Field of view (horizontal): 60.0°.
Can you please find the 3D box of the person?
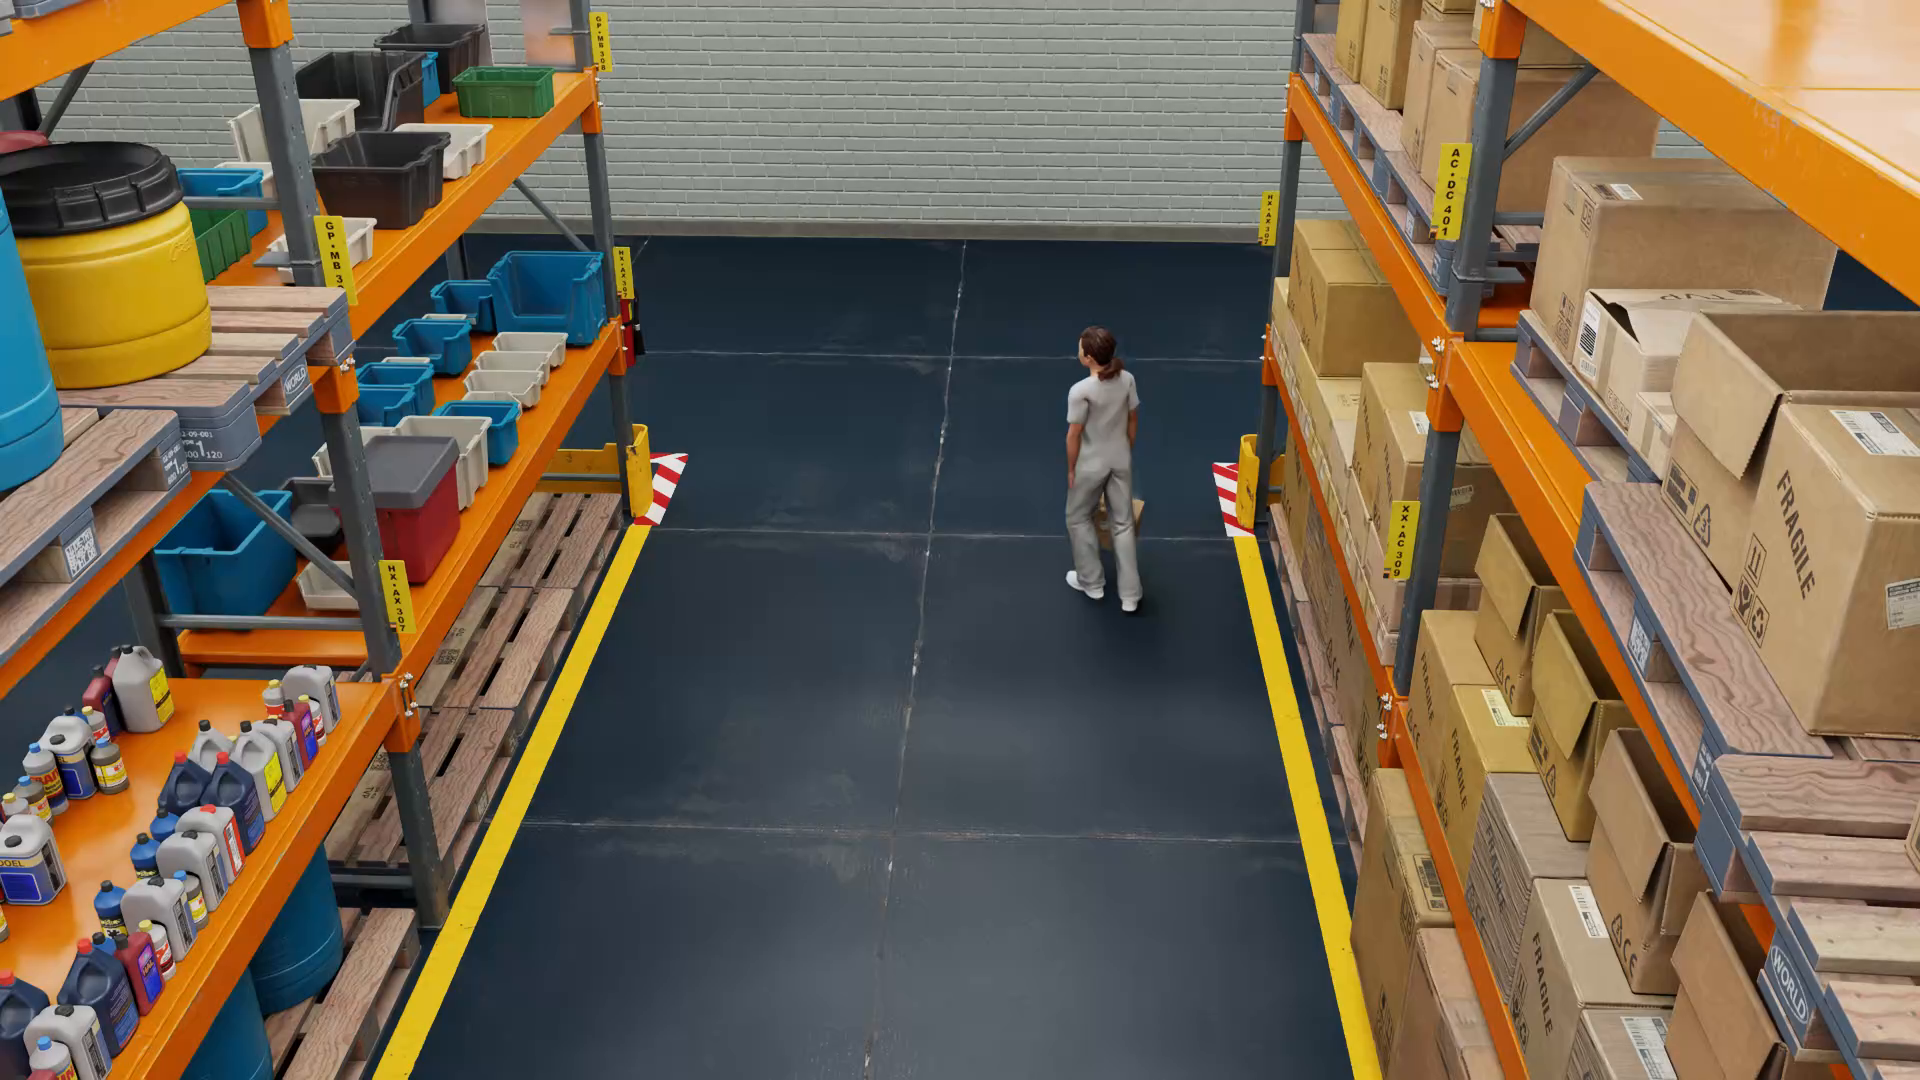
[{"bbox_3d":[0.820,-0.397,9.377,0.490,1.658,0.551,-12,30,-21],"label":"person"}]
